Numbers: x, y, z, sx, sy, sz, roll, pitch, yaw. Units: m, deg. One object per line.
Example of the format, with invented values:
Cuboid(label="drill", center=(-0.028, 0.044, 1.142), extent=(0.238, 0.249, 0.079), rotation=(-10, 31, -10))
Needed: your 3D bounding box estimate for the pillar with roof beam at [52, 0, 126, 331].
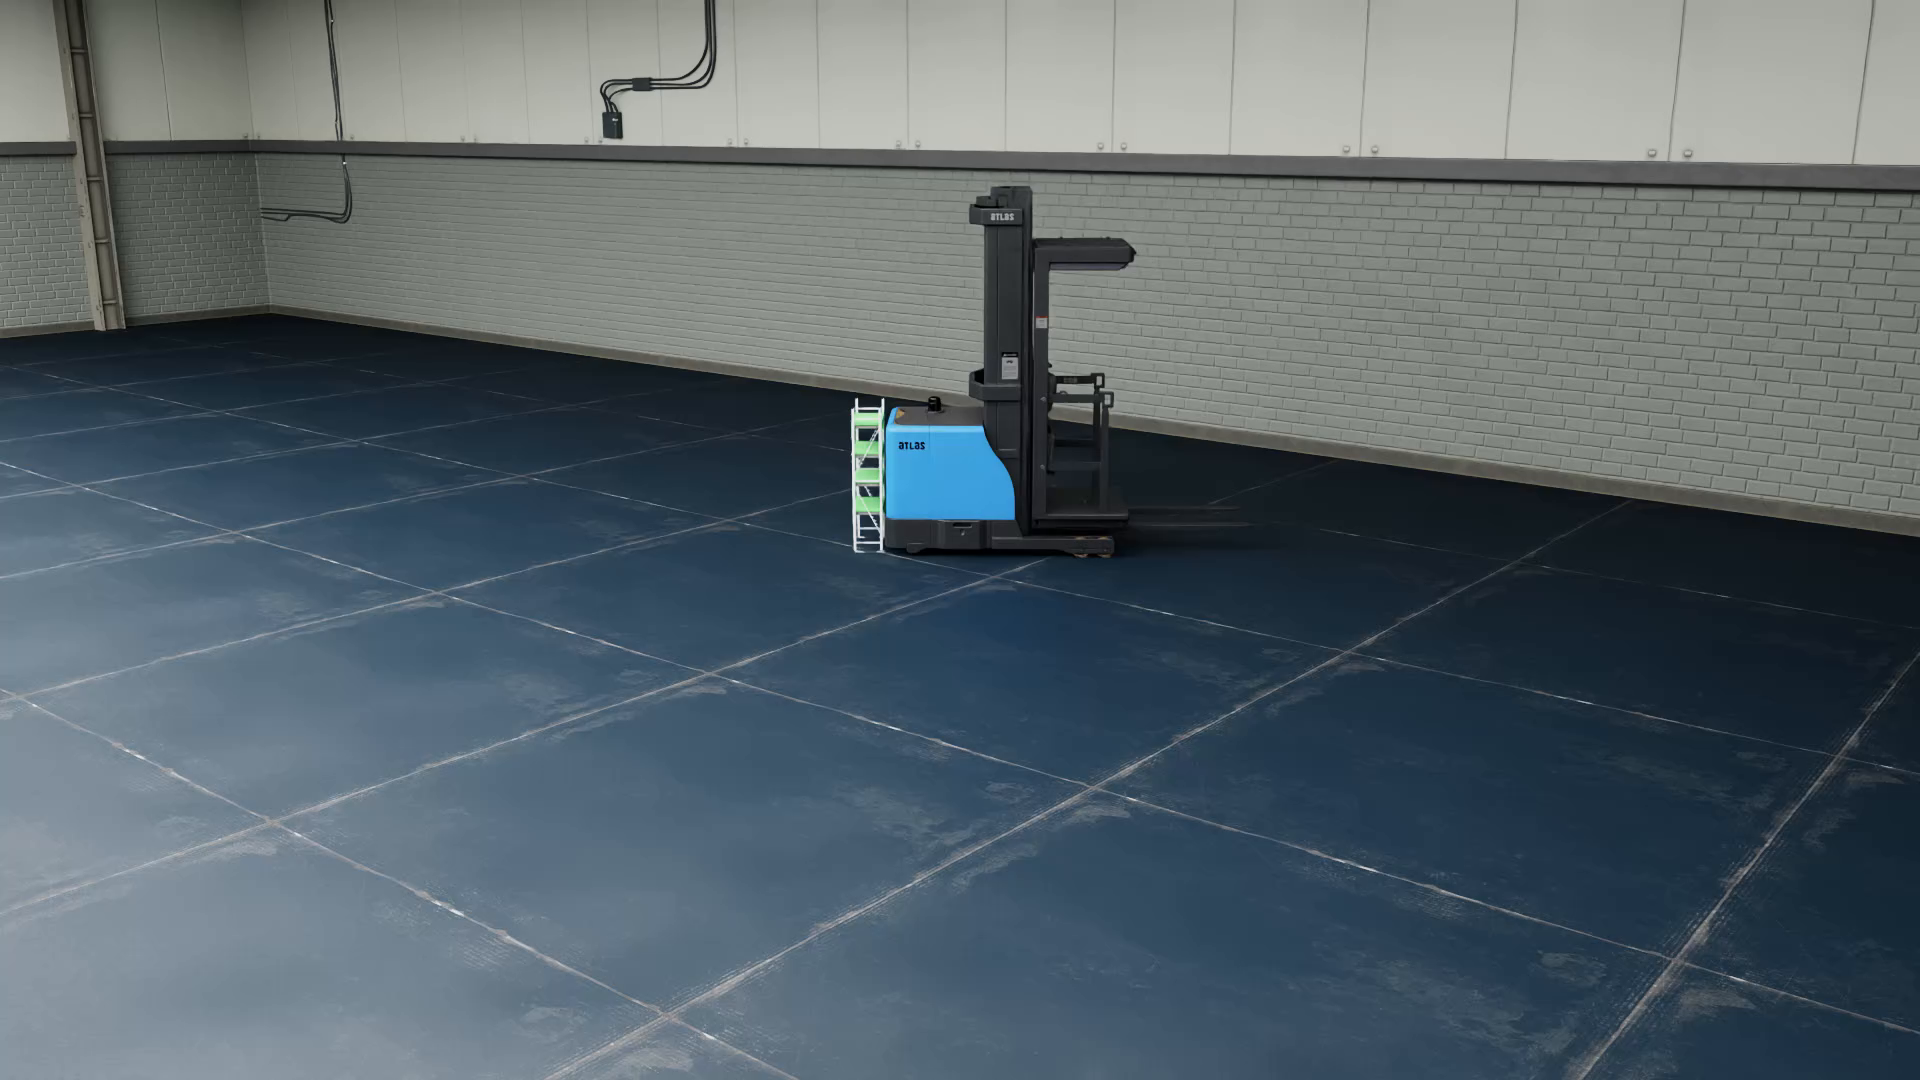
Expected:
Cuboid(label="pillar with roof beam", center=(-11.083, -7.282, 24.511), extent=(9.100, 9.000, 0.400), rotation=(11, 18, 38))

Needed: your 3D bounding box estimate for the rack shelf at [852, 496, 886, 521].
Cuboid(label="rack shelf", center=(-0.756, -0.246, 13.889), extent=(0.258, 0.148, 0.480), rotation=(0, 14, 0))

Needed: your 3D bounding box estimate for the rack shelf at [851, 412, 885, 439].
Cuboid(label="rack shelf", center=(-0.756, -0.944, 13.712), extent=(0.258, 0.148, 0.480), rotation=(0, 14, 0))

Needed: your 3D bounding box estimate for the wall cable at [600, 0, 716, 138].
Cuboid(label="wall cable", center=(-4.178, -8.484, 22.335), extent=(2.305, 6.003, 0.169), rotation=(11, 18, 38))

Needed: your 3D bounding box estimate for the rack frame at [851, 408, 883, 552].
Cuboid(label="rack frame", center=(-0.757, -0.481, 13.578), extent=(0.240, 1.200, 0.015), rotation=(0, 14, 0))

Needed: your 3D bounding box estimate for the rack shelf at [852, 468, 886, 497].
Cuboid(label="rack shelf", center=(-0.756, -0.479, 13.830), extent=(0.258, 0.148, 0.480), rotation=(0, 14, 0))

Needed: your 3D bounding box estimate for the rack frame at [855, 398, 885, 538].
Cuboid(label="rack frame", center=(-0.755, -0.601, 14.051), extent=(0.240, 1.200, 0.015), rotation=(0, 14, 0))

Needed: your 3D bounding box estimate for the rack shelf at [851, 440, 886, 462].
Cuboid(label="rack shelf", center=(-0.756, -0.711, 13.771), extent=(0.258, 0.148, 0.480), rotation=(0, 14, 0))

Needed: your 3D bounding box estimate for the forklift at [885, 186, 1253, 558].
Cuboid(label="forklift", center=(0.905, -1.409, 13.717), extent=(3.031, 2.935, 1.130), rotation=(0, 14, 1))

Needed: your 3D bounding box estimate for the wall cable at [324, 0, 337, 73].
Cuboid(label="wall cable", center=(-9.447, -8.832, 26.662), extent=(3.097, 2.526, 0.112), rotation=(11, 18, 38))

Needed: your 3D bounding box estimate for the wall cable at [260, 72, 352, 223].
Cuboid(label="wall cable", center=(-11.552, -6.803, 28.931), extent=(3.097, 2.526, 0.112), rotation=(11, 18, 38))

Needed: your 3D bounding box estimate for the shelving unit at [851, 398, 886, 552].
Cuboid(label="shelving unit", center=(-0.756, -0.541, 13.814), extent=(0.258, 1.200, 0.503), rotation=(0, 14, 0))
